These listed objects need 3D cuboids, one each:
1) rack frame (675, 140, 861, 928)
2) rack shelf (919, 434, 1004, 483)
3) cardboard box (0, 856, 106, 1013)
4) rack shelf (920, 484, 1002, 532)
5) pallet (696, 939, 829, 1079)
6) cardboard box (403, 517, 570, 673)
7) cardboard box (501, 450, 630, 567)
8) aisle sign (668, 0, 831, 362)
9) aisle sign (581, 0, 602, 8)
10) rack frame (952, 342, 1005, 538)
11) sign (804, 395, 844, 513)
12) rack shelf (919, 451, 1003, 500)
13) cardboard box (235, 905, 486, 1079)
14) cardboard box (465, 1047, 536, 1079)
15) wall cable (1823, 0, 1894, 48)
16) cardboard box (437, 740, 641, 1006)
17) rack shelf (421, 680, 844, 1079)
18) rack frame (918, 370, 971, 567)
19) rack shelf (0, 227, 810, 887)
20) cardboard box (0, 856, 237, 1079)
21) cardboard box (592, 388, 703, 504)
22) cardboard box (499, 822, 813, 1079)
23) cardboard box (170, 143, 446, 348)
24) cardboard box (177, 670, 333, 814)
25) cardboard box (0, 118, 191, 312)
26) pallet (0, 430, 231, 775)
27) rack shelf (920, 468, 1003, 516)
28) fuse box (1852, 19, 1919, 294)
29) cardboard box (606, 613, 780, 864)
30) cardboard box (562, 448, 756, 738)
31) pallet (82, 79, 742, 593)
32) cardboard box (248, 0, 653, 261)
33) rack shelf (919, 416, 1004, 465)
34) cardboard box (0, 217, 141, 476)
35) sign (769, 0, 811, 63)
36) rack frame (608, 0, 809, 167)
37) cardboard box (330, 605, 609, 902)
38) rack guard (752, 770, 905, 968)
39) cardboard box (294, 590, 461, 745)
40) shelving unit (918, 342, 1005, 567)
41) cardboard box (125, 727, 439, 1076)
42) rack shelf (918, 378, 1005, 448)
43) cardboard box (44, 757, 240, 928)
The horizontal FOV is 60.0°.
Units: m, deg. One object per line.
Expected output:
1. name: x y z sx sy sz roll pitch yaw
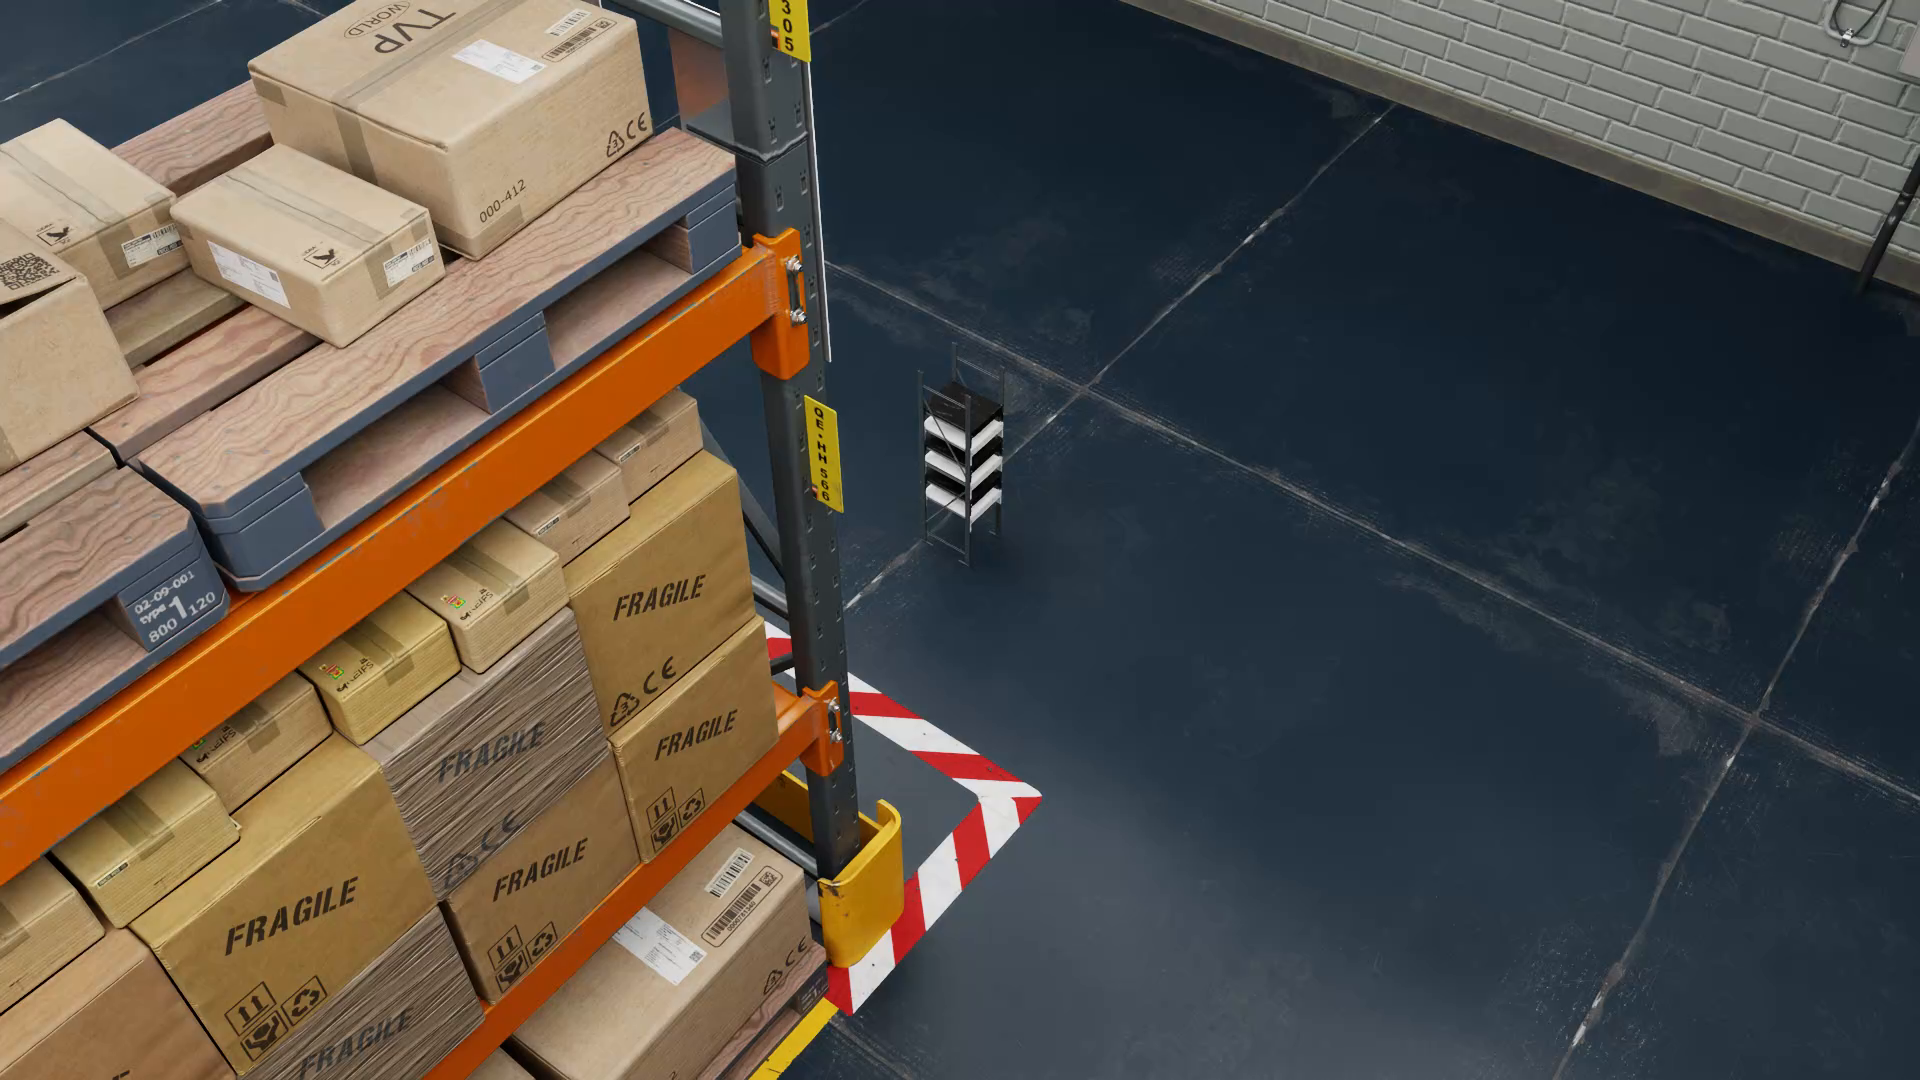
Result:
1. rack frame: -0.742 0.035 4.642 1.000 3.000 0.127 29 53 25
2. rack shelf: 0.005 -0.355 6.388 0.258 0.077 0.200 29 53 25
3. cardboard box: -1.715 0.621 2.873 0.380 0.149 0.250 31 54 26
4. rack shelf: 0.005 -0.168 6.583 0.258 0.077 0.200 29 53 25
5. pallet: -1.169 1.491 5.180 1.003 0.211 1.213 29 53 25
6. cardboard box: -1.030 0.066 3.403 0.380 0.149 0.250 29 53 25
7. cardboard box: -0.939 -0.119 3.580 0.380 0.149 0.250 30 53 26
8. aisle sign: -0.452 -0.767 3.610 0.394 0.787 0.004 29 53 25
9. aisle sign: -0.927 -1.032 3.864 0.394 0.787 0.004 29 53 25
10. rack frame: 0.067 -0.374 6.485 0.240 0.900 0.006 29 53 25
11. sign: -0.321 -0.199 3.901 0.100 0.325 0.005 29 53 25
12. rack shelf: 0.005 -0.292 6.453 0.258 0.077 0.200 29 53 25
13. cardboard box: -1.453 0.973 3.677 0.500 0.500 0.500 31 54 26
14. cardboard box: -1.619 1.725 4.510 0.875 0.438 0.875 31 54 26
15. wall cable: 3.817 -2.932 6.774 0.588 1.984 0.122 29 53 25
16. cardboard box: -1.146 0.674 3.962 0.500 0.500 0.500 28 52 24
17. rack shelf: -1.965 1.428 3.809 1.077 0.370 4.000 29 53 25
18. rack frame: -0.057 -0.257 6.373 0.240 0.900 0.006 29 53 25
19. rack shelf: -1.965 0.392 2.724 1.077 0.370 4.000 29 53 25
20. cardboard box: -1.758 0.917 3.039 0.500 0.500 0.500 29 53 25
21. cardboard box: -0.803 -0.275 3.729 0.380 0.149 0.250 30 53 25
22. cardboard box: -1.066 1.197 5.013 0.875 0.438 0.875 27 52 24
23. cardboard box: -1.139 -0.521 2.913 0.380 0.149 0.250 25 51 22
24. cardboard box: -1.433 0.310 3.170 0.380 0.149 0.250 29 53 25
25. cardboard box: -1.589 -0.573 2.962 0.380 0.149 0.250 31 54 26
26. pallet: -1.933 0.160 2.510 1.003 0.211 1.213 29 53 25
27. rack shelf: 0.005 -0.230 6.518 0.258 0.077 0.200 29 53 25
28. fuse box: 4.260 -1.744 7.233 0.539 1.711 0.414 29 53 25
29. cardboard box: -0.827 0.394 4.230 0.500 0.500 0.500 29 53 25
30. cardboard box: -0.848 0.036 3.880 0.500 0.500 0.500 31 54 26
31. pallet: -1.187 -0.541 3.179 1.003 0.211 1.213 29 53 25
32. cardboard box: -0.946 -0.831 3.139 0.500 0.250 0.500 25 51 22
33. rack shelf: 0.005 -0.417 6.323 0.258 0.077 0.200 29 53 25
34. cardboard box: -1.696 -0.315 2.604 0.500 0.311 0.500 30 53 26
35. sign: -0.321 -1.031 3.029 0.100 0.325 0.005 29 53 25
36. rack frame: -0.742 -2.037 2.473 1.000 3.000 0.127 29 53 25
37. cardboard box: -1.144 0.349 3.582 0.500 0.500 0.500 29 53 25
38. rack guard: -0.727 0.885 5.559 1.175 0.500 0.348 29 53 25
39. cardboard box: -1.217 0.192 3.283 0.380 0.149 0.250 30 53 26
40. shelving unit: 0.005 -0.315 6.429 0.258 0.900 0.210 29 53 25
41. cardboard box: -1.449 0.630 3.313 0.500 0.500 0.500 29 53 25
42. rack shelf: 0.005 -0.479 6.258 0.258 0.077 0.200 29 53 25
43. cardboard box: -1.539 0.480 3.008 0.380 0.149 0.250 30 53 26
